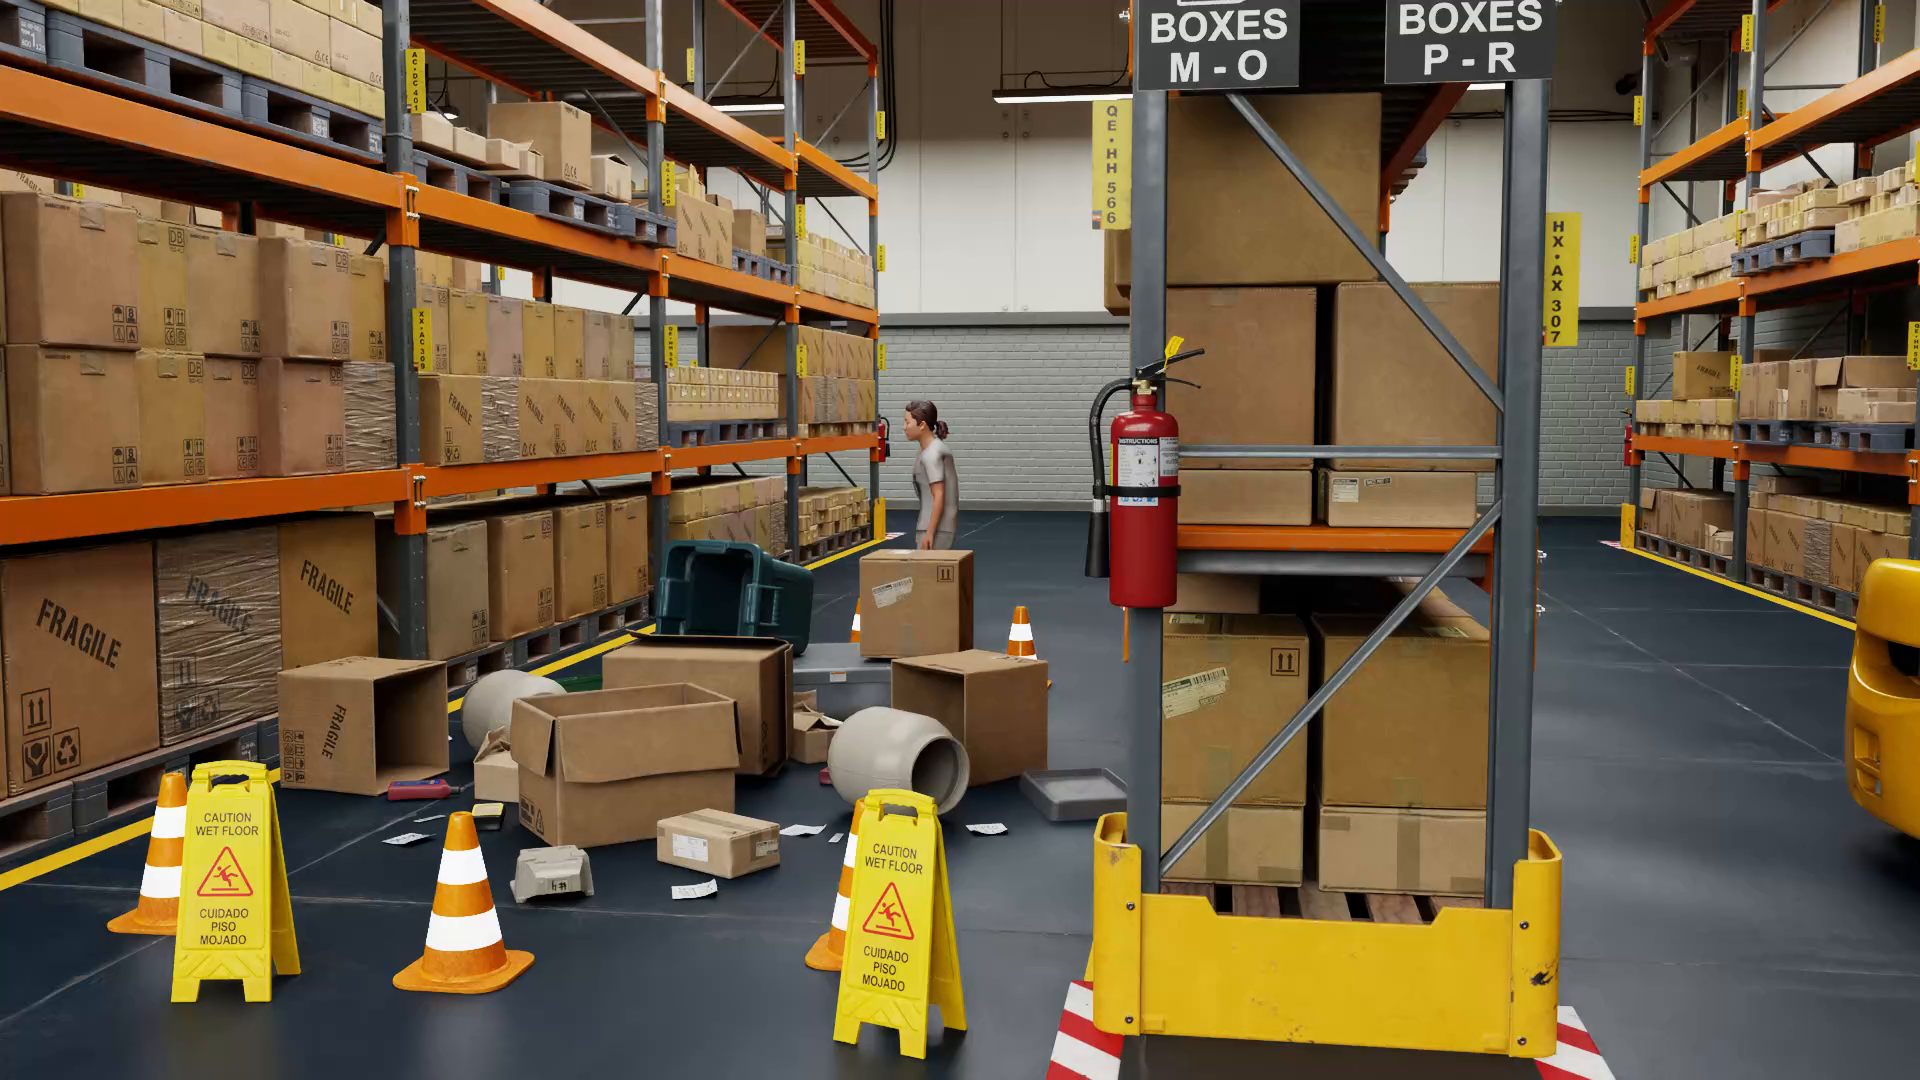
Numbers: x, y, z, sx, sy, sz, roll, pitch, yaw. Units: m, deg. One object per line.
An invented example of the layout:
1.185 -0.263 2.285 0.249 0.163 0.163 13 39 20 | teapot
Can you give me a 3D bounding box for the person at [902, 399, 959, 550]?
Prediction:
-0.193 -0.038 10.343 0.365 1.671 0.514 0 5 -4 | person
